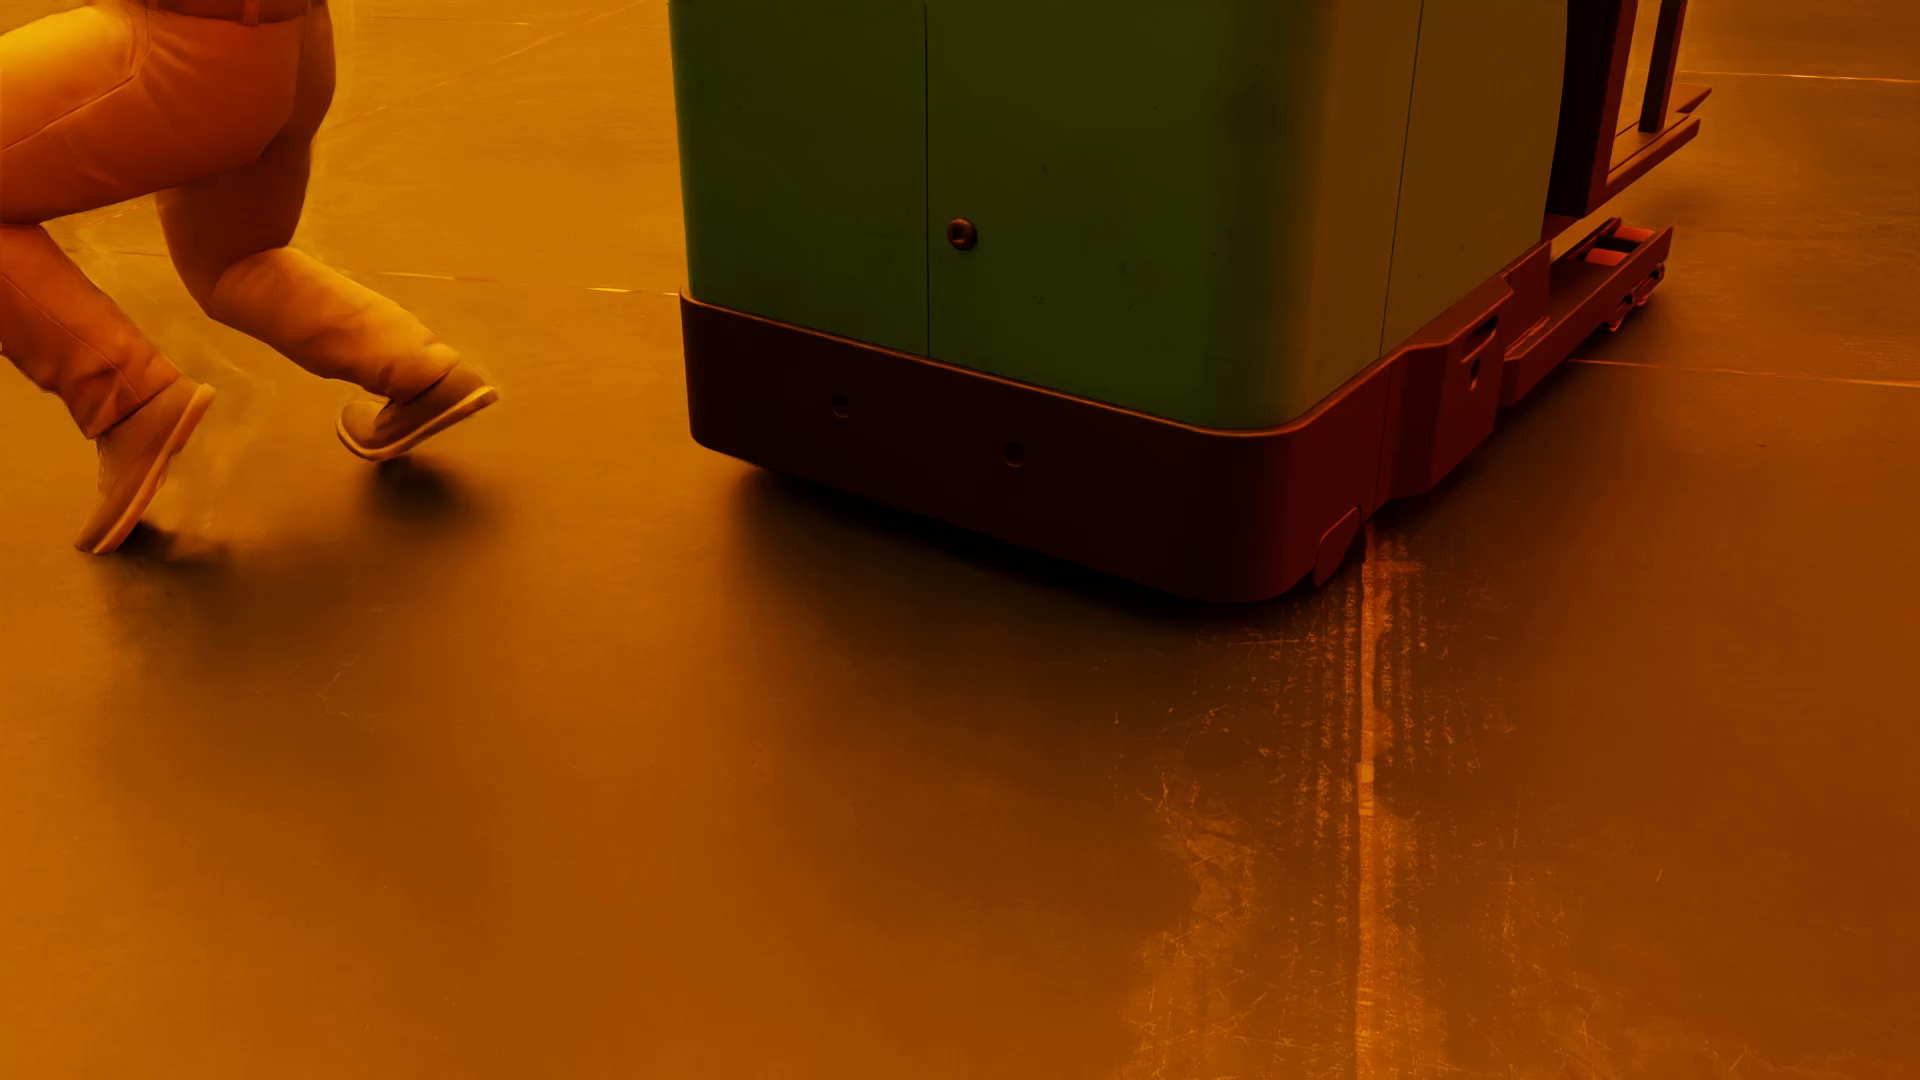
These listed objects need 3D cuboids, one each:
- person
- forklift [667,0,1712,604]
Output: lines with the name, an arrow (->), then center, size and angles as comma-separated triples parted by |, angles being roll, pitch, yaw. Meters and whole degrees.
person -> -1.101, -0.685, 2.122 | 0.829, 1.654, 1.120 | 0, 27, -1
forklift -> 0.823, -1.835, 2.883 | 1.130, 2.935, 3.031 | 18, 32, 31
